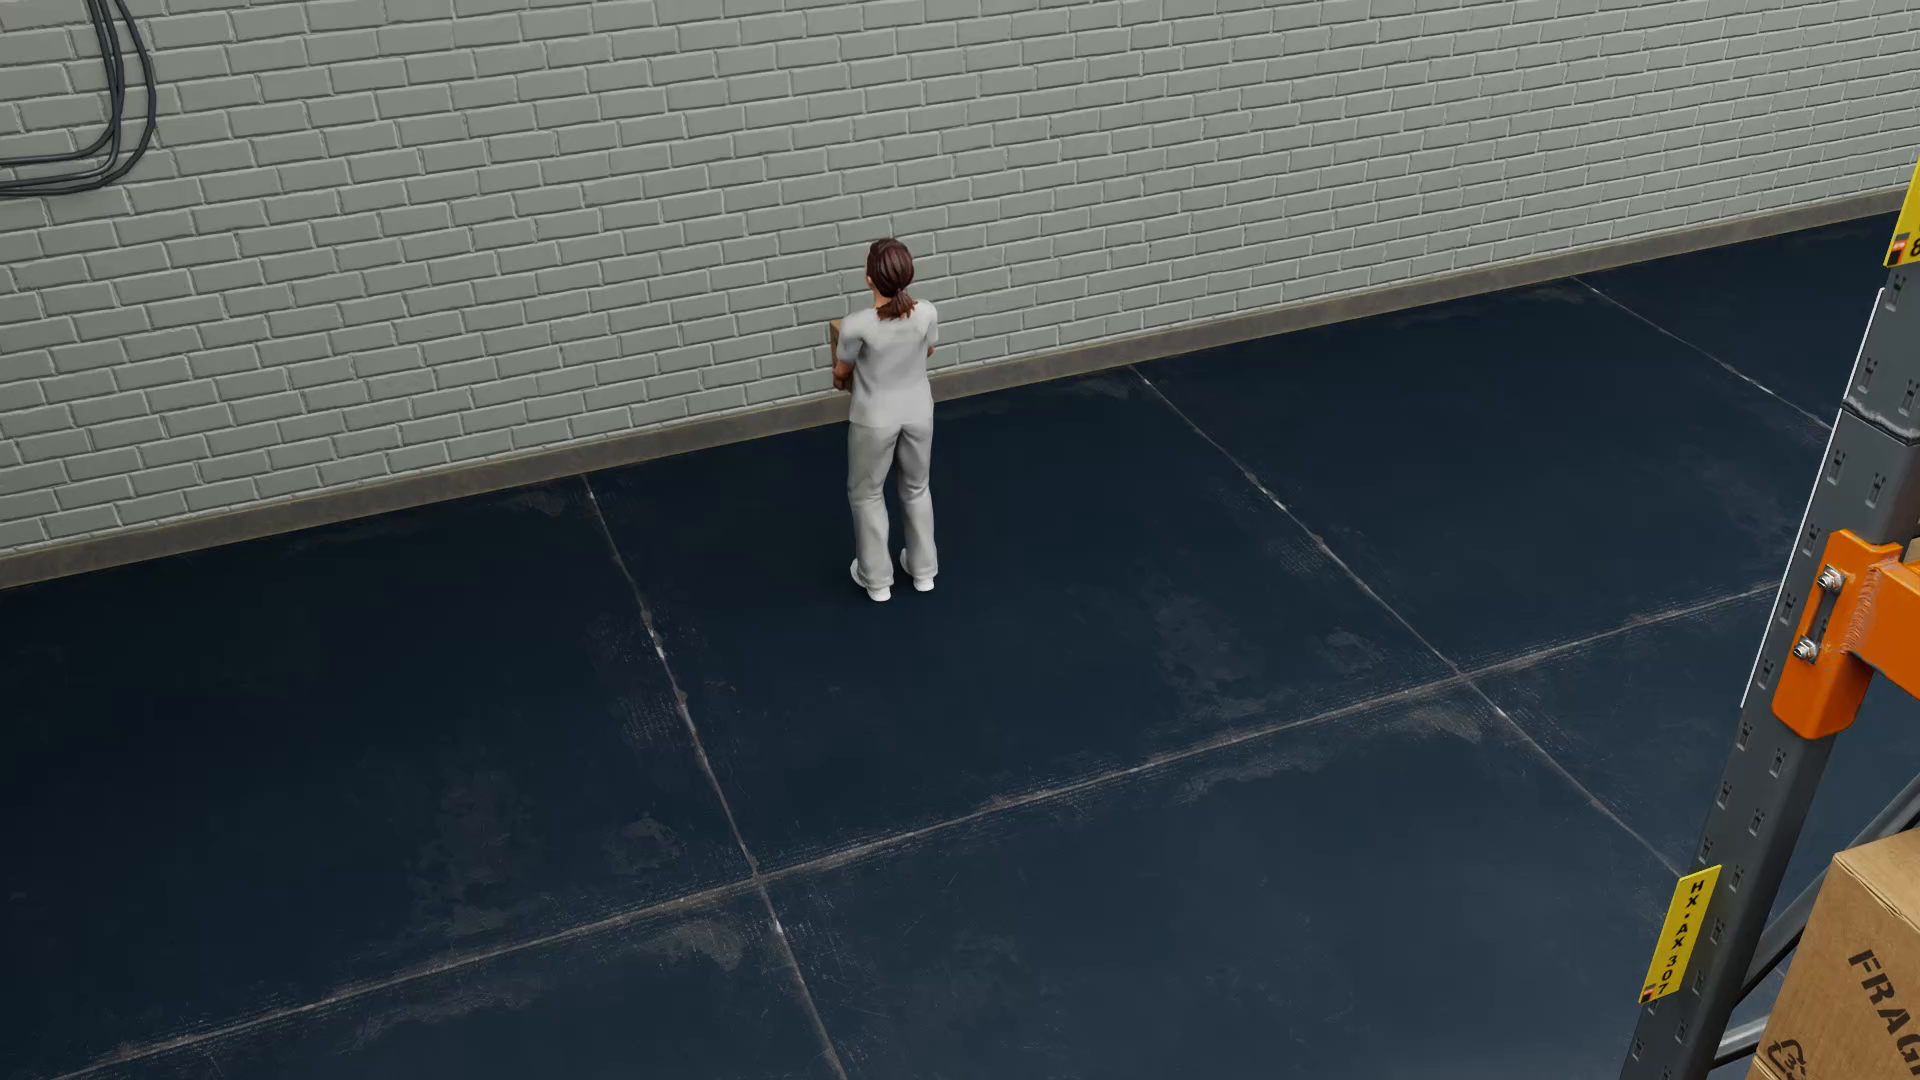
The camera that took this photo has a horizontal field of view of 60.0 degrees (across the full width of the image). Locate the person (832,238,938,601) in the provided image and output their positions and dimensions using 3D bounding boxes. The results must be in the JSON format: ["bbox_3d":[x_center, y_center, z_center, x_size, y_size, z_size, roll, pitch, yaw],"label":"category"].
[{"bbox_3d":[-0.317,-0.527,6.945,0.438,1.662,0.559,-13,36,-19],"label":"person"}]
